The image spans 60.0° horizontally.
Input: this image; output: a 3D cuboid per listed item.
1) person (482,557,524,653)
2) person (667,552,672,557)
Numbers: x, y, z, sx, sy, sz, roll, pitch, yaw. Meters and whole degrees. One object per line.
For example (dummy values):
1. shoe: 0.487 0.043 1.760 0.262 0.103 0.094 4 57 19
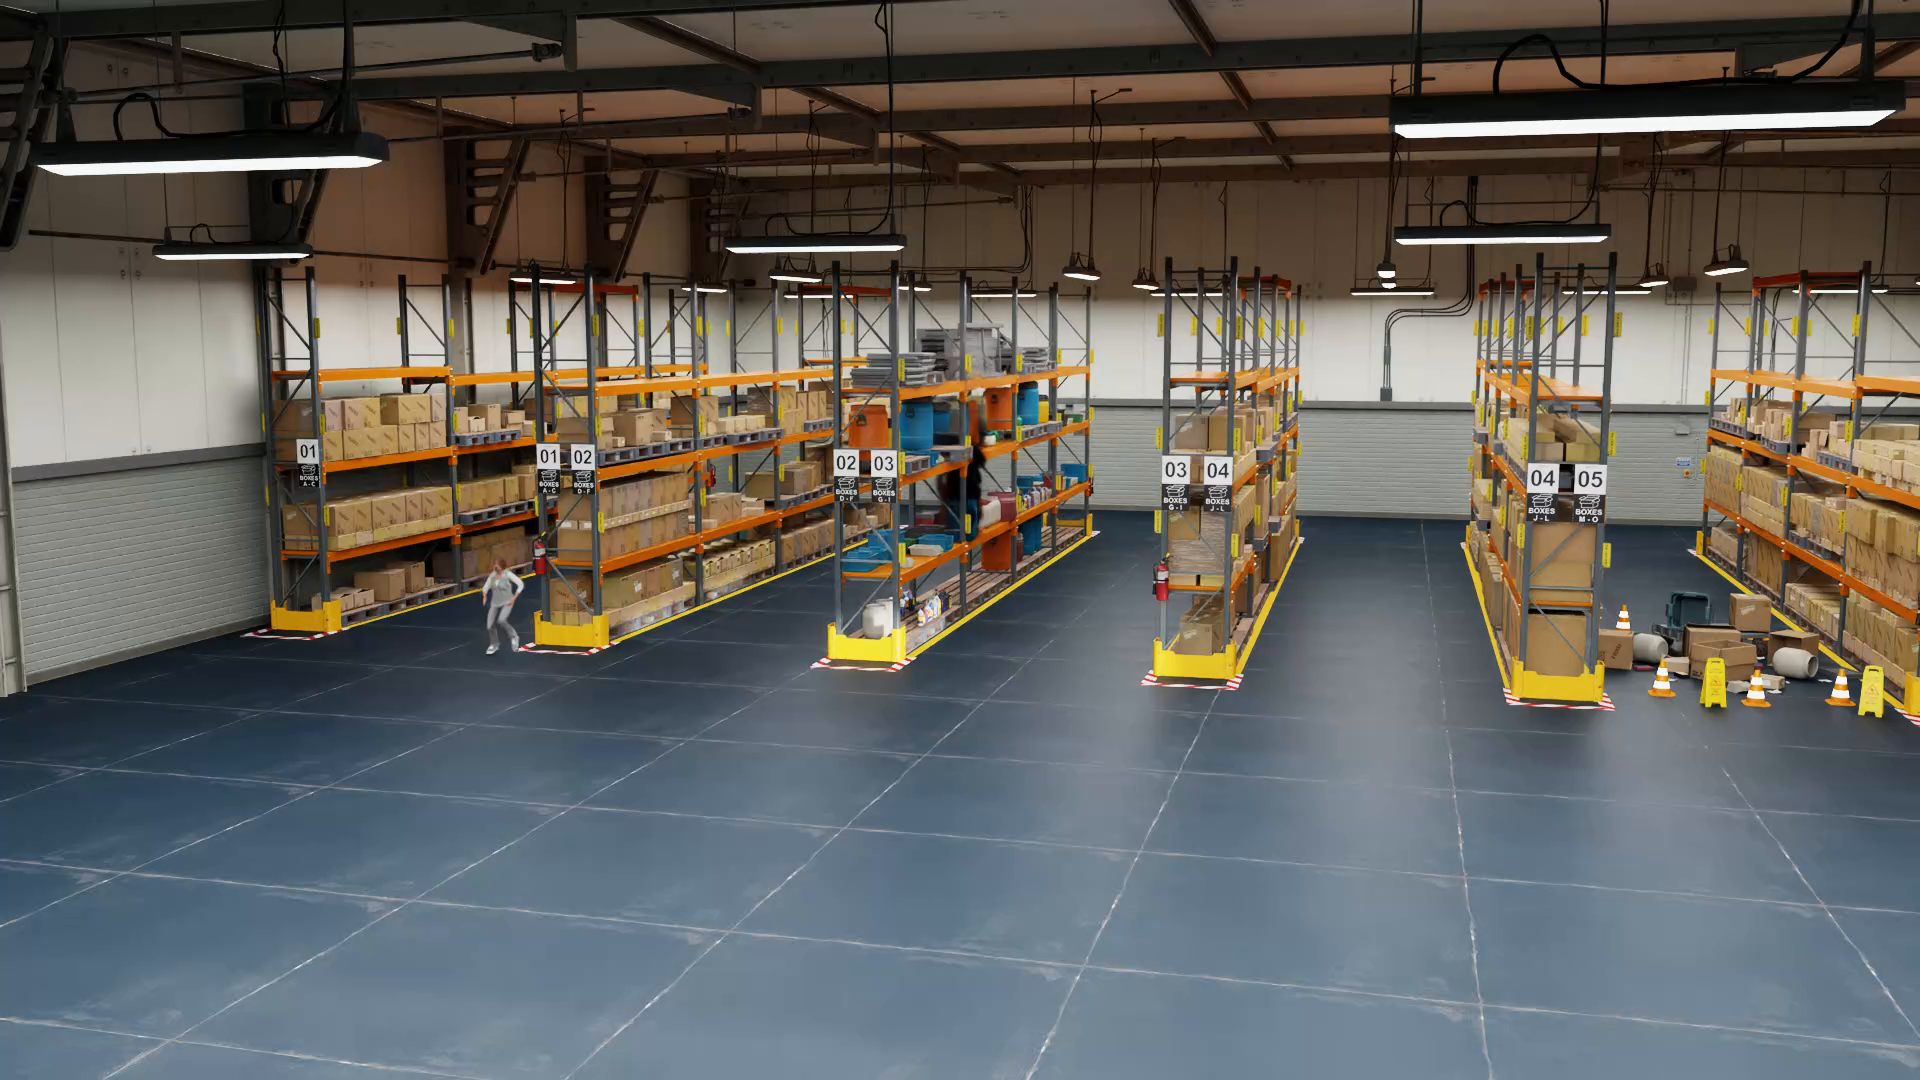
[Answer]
1. person: -7.051 1.016 25.516 0.640 1.523 0.562 1 7 9
2. person: -6.275 -0.199 34.681 0.585 1.650 0.727 2 7 13
